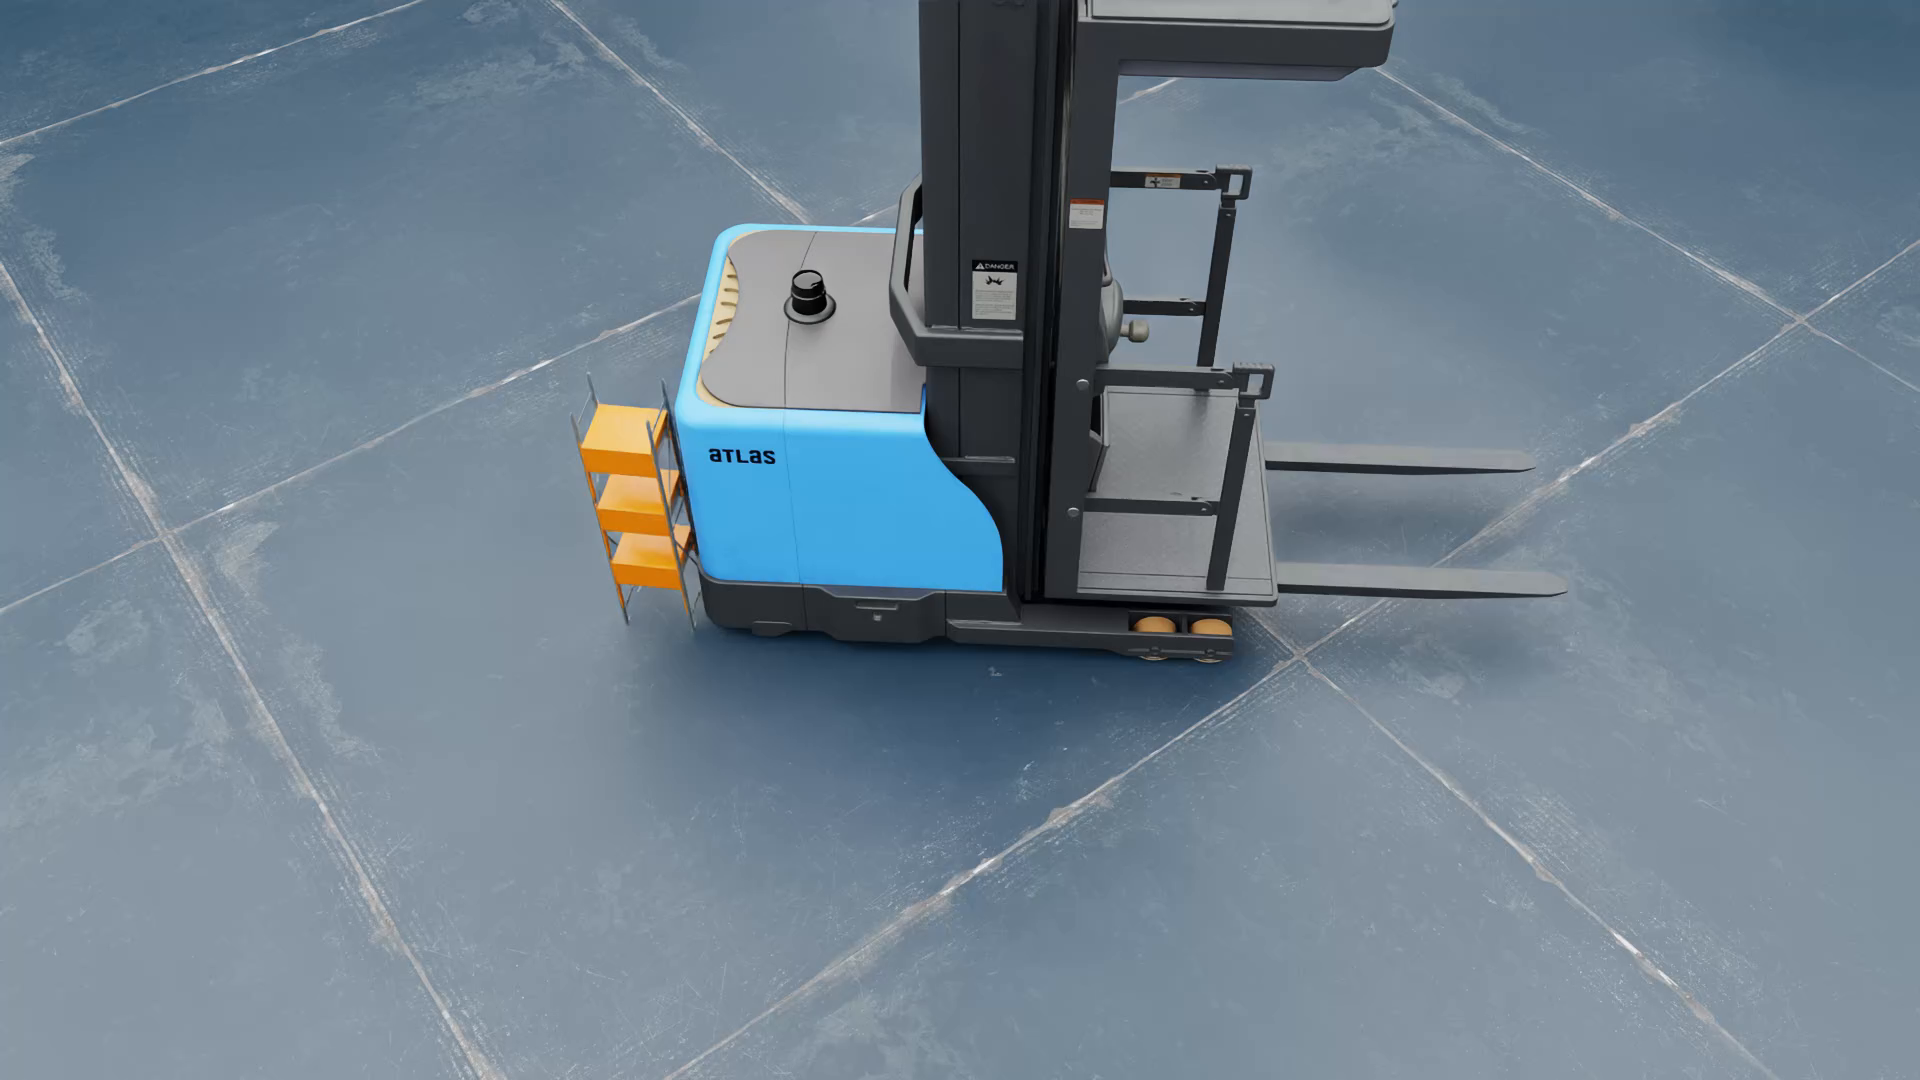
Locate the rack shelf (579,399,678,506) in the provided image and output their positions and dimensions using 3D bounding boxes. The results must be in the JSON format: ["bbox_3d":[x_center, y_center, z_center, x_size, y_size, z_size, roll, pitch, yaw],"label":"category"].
[{"bbox_3d":[-1.075,-0.284,5.425,0.240,0.259,0.215,5,49,6],"label":"rack shelf"}]

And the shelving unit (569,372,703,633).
[{"bbox_3d":[-1.070,-0.103,5.630,0.252,1.050,0.215,5,49,6],"label":"shelving unit"}]

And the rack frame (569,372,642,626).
[{"bbox_3d":[-1.191,-0.114,5.643,0.008,1.050,0.200,5,49,6],"label":"rack frame"}]

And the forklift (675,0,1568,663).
[{"bbox_3d":[0.623,-0.960,5.142,3.031,2.935,1.130,2,48,2],"label":"forklift"}]

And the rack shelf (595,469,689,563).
[{"bbox_3d":[-1.070,-0.096,5.638,0.240,0.259,0.215,5,49,6],"label":"rack shelf"}]

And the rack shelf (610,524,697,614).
[{"bbox_3d":[-1.066,0.089,5.846,0.240,0.259,0.215,5,49,6],"label":"rack shelf"}]

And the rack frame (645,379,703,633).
[{"bbox_3d":[-0.950,-0.091,5.617,0.008,1.050,0.200,5,49,6],"label":"rack frame"}]
